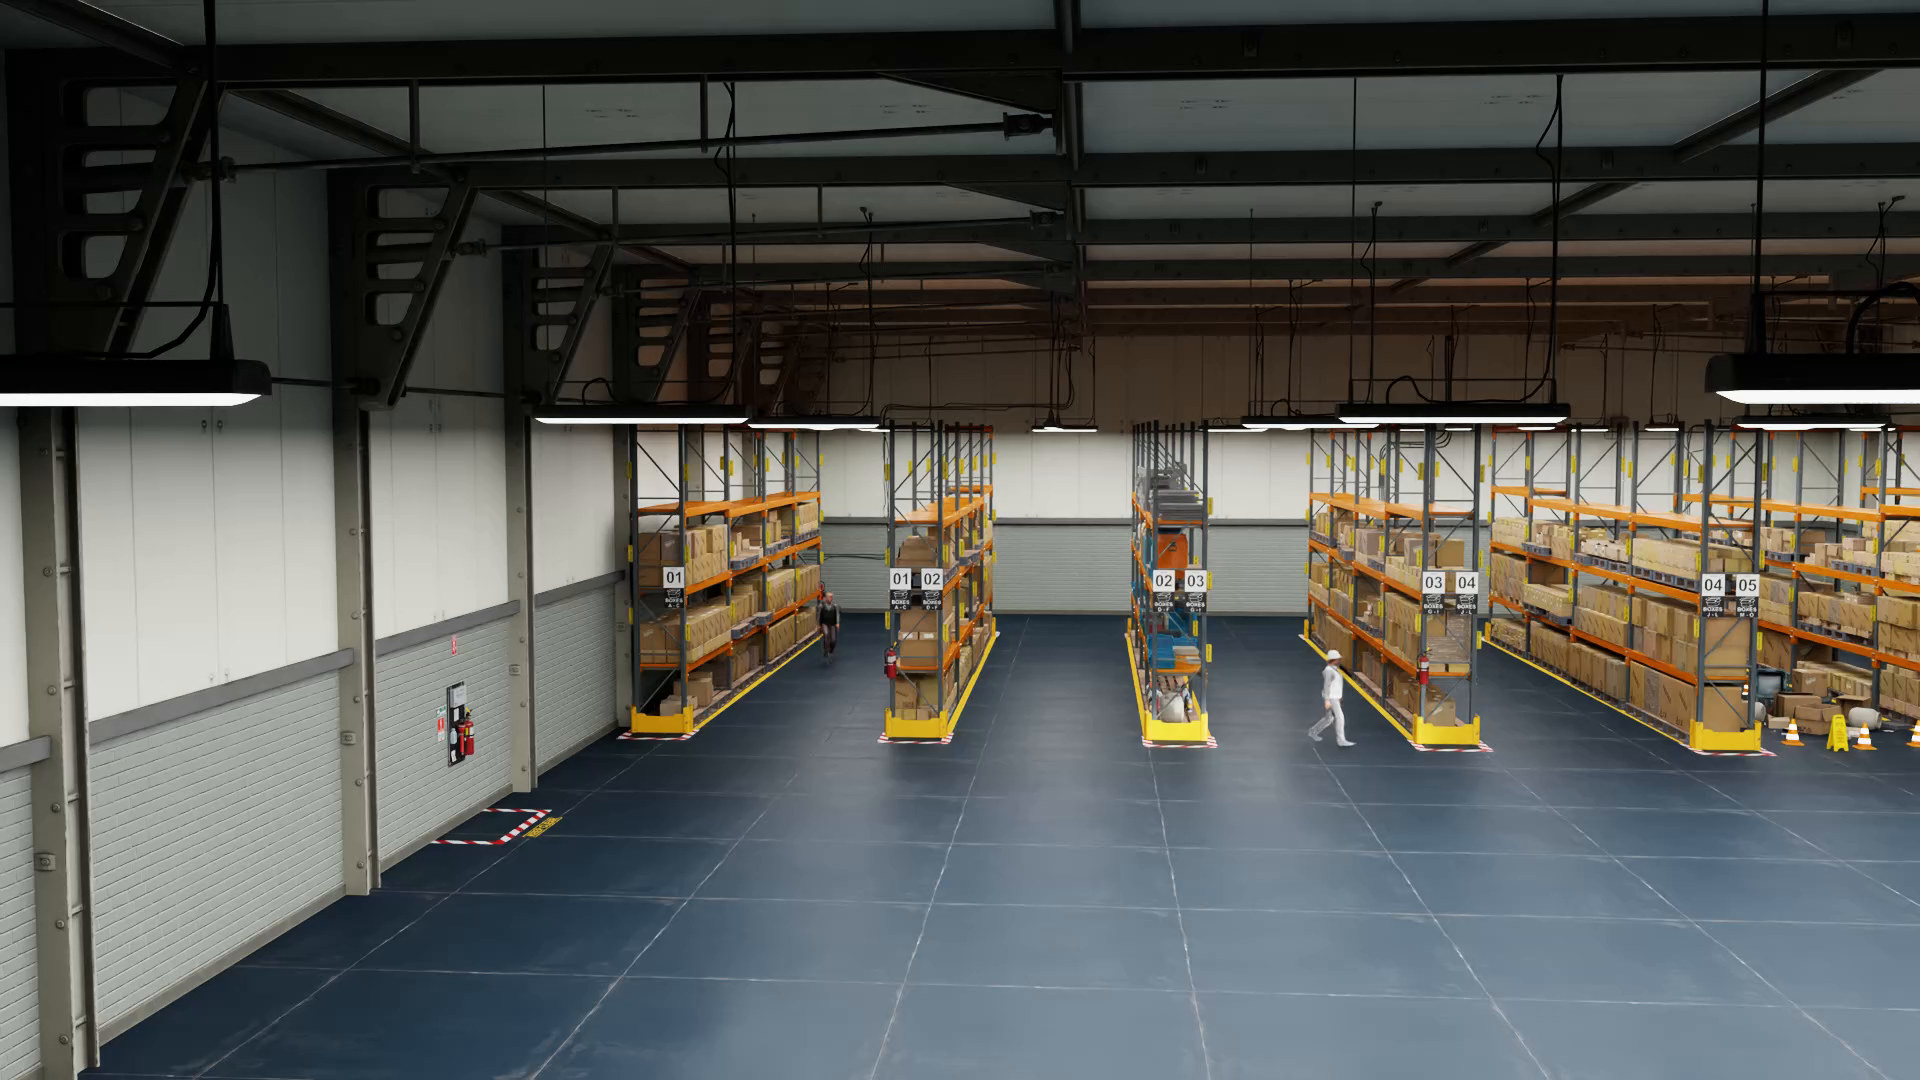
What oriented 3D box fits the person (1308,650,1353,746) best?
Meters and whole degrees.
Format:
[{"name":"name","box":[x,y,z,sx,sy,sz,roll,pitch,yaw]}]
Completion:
[{"name":"person","box":[6.868,2.907,30.745,0.870,1.748,0.579,1,4,22]}]

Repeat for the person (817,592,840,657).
[{"name":"person","box":[-3.237,2.096,41.339,0.560,1.555,0.679,-1,4,-17]}]
